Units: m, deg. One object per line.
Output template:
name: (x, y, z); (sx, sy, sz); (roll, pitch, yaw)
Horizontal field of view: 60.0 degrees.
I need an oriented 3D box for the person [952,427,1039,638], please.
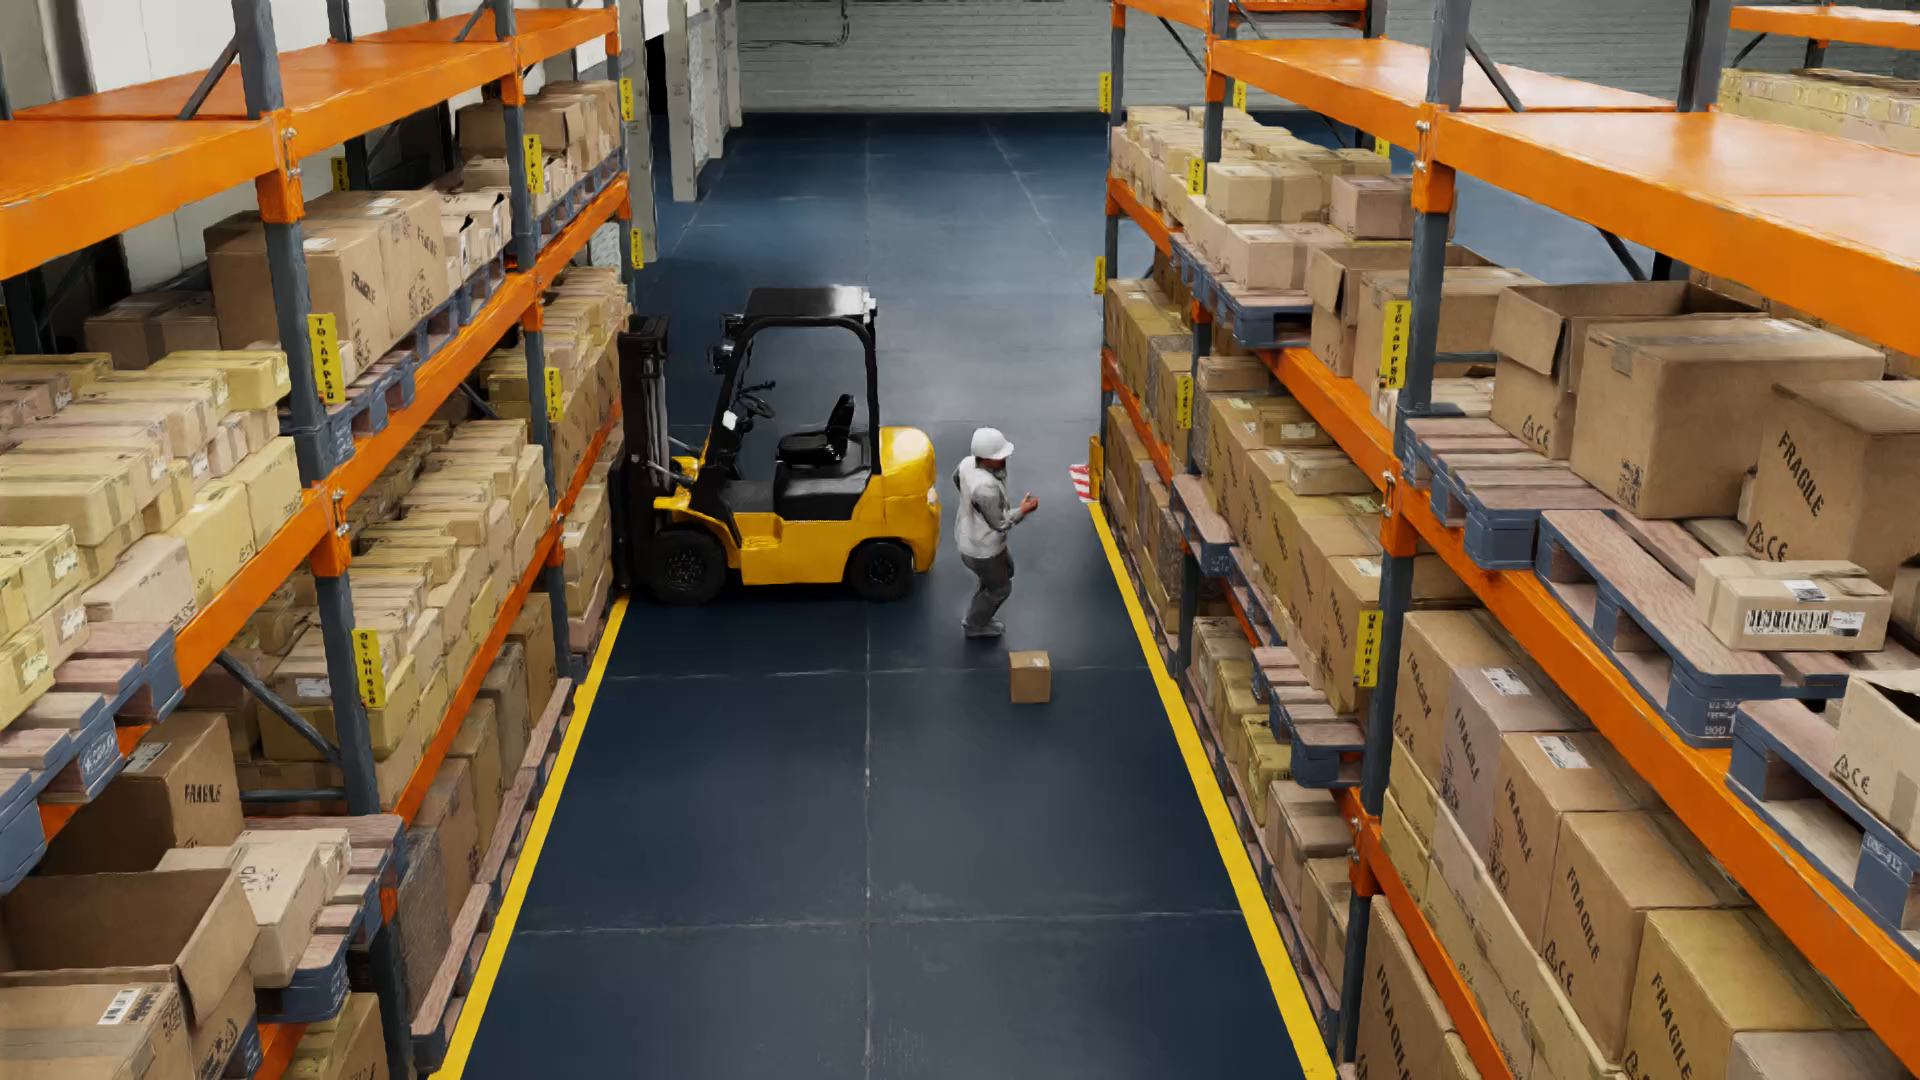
person: (0.236, -0.042, 11.368); (0.567, 1.688, 0.905); (-3, 20, -8)
